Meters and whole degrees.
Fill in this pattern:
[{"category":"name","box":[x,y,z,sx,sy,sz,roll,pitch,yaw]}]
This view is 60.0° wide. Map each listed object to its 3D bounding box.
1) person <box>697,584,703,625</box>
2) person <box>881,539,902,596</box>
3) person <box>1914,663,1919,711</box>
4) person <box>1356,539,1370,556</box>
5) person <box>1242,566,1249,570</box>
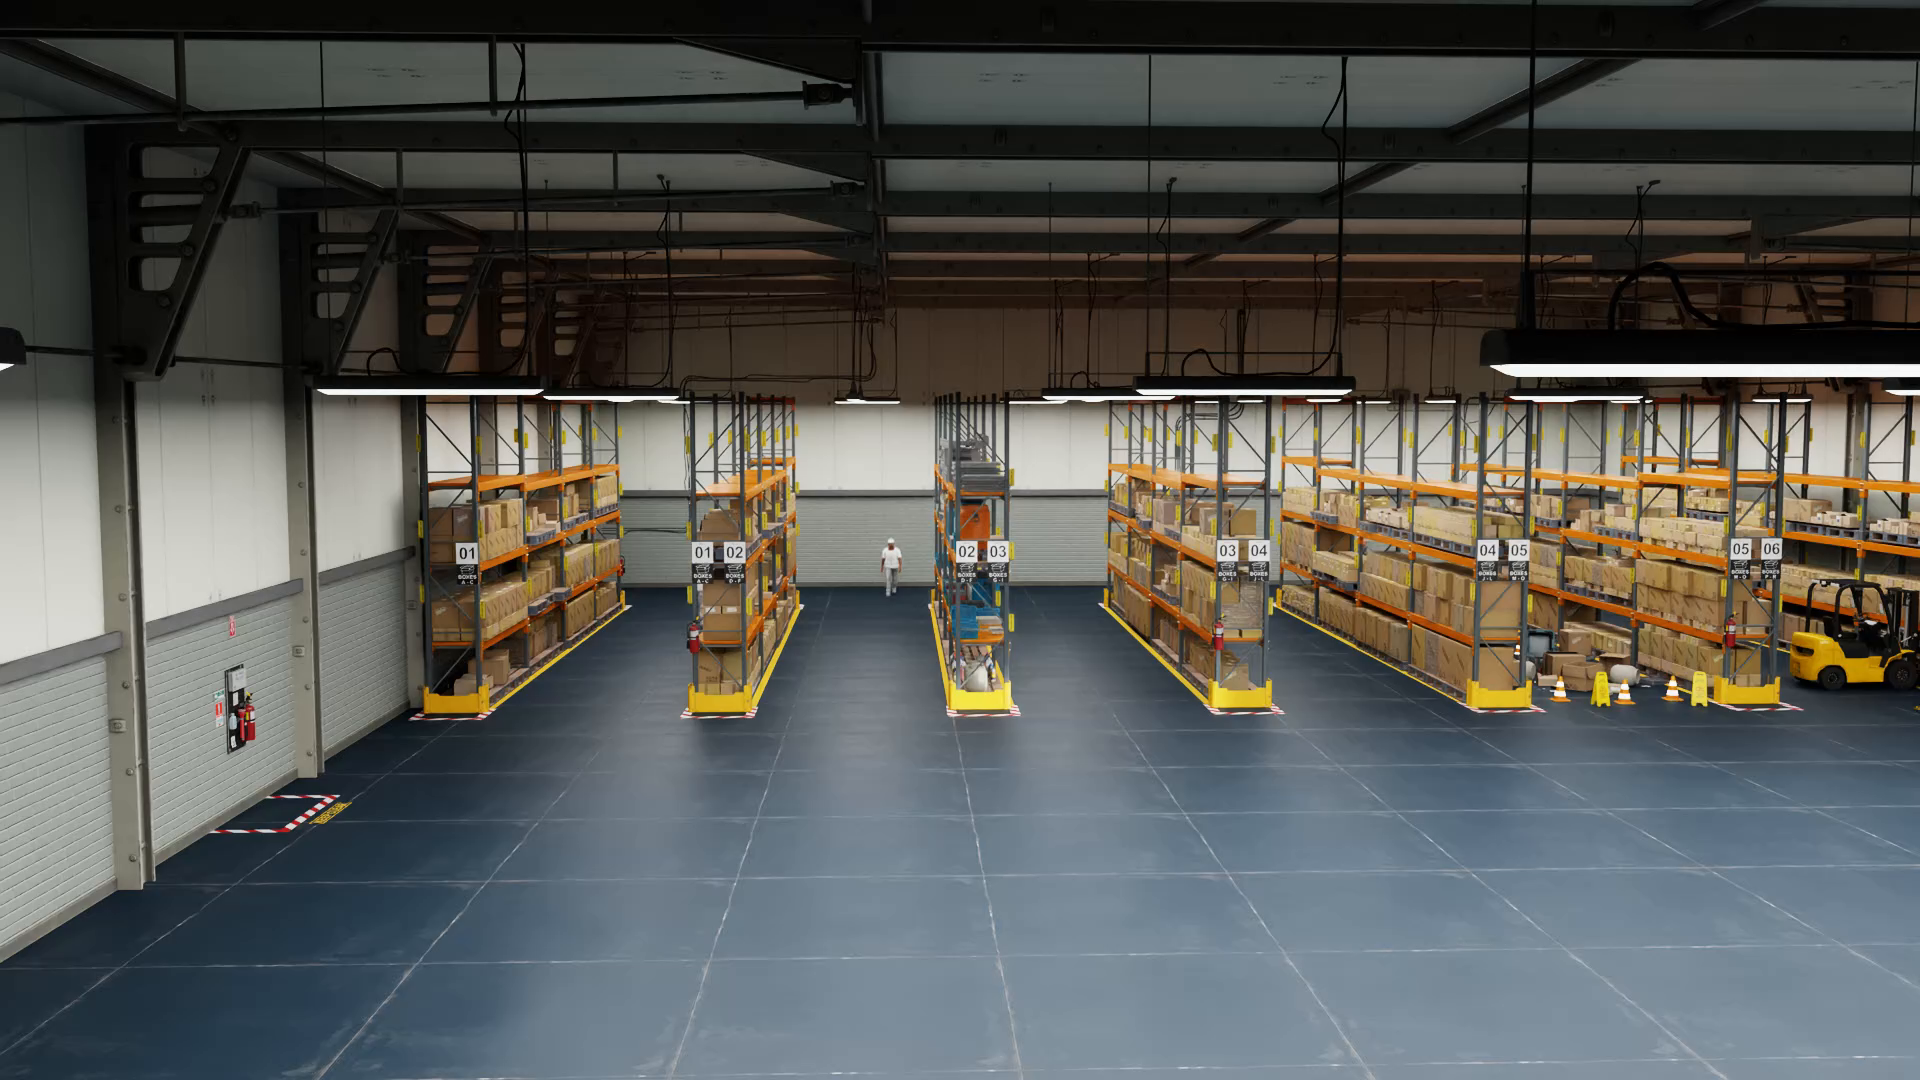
[{"category":"person","box":[-6.691,1.345,43.605,0.581,1.789,0.520,2,5,21]},{"category":"person","box":[-2.091,0.803,50.423,0.631,1.680,1.085,0,5,1]},{"category":"person","box":[18.350,2.352,31.278,0.996,1.731,0.604,-1,5,-12]},{"category":"person","box":[12.114,0.842,50.223,0.499,1.757,0.581,-2,5,-26]},{"category":"person","box":[8.404,0.977,48.322,1.021,1.738,0.615,-4,6,-43]}]
